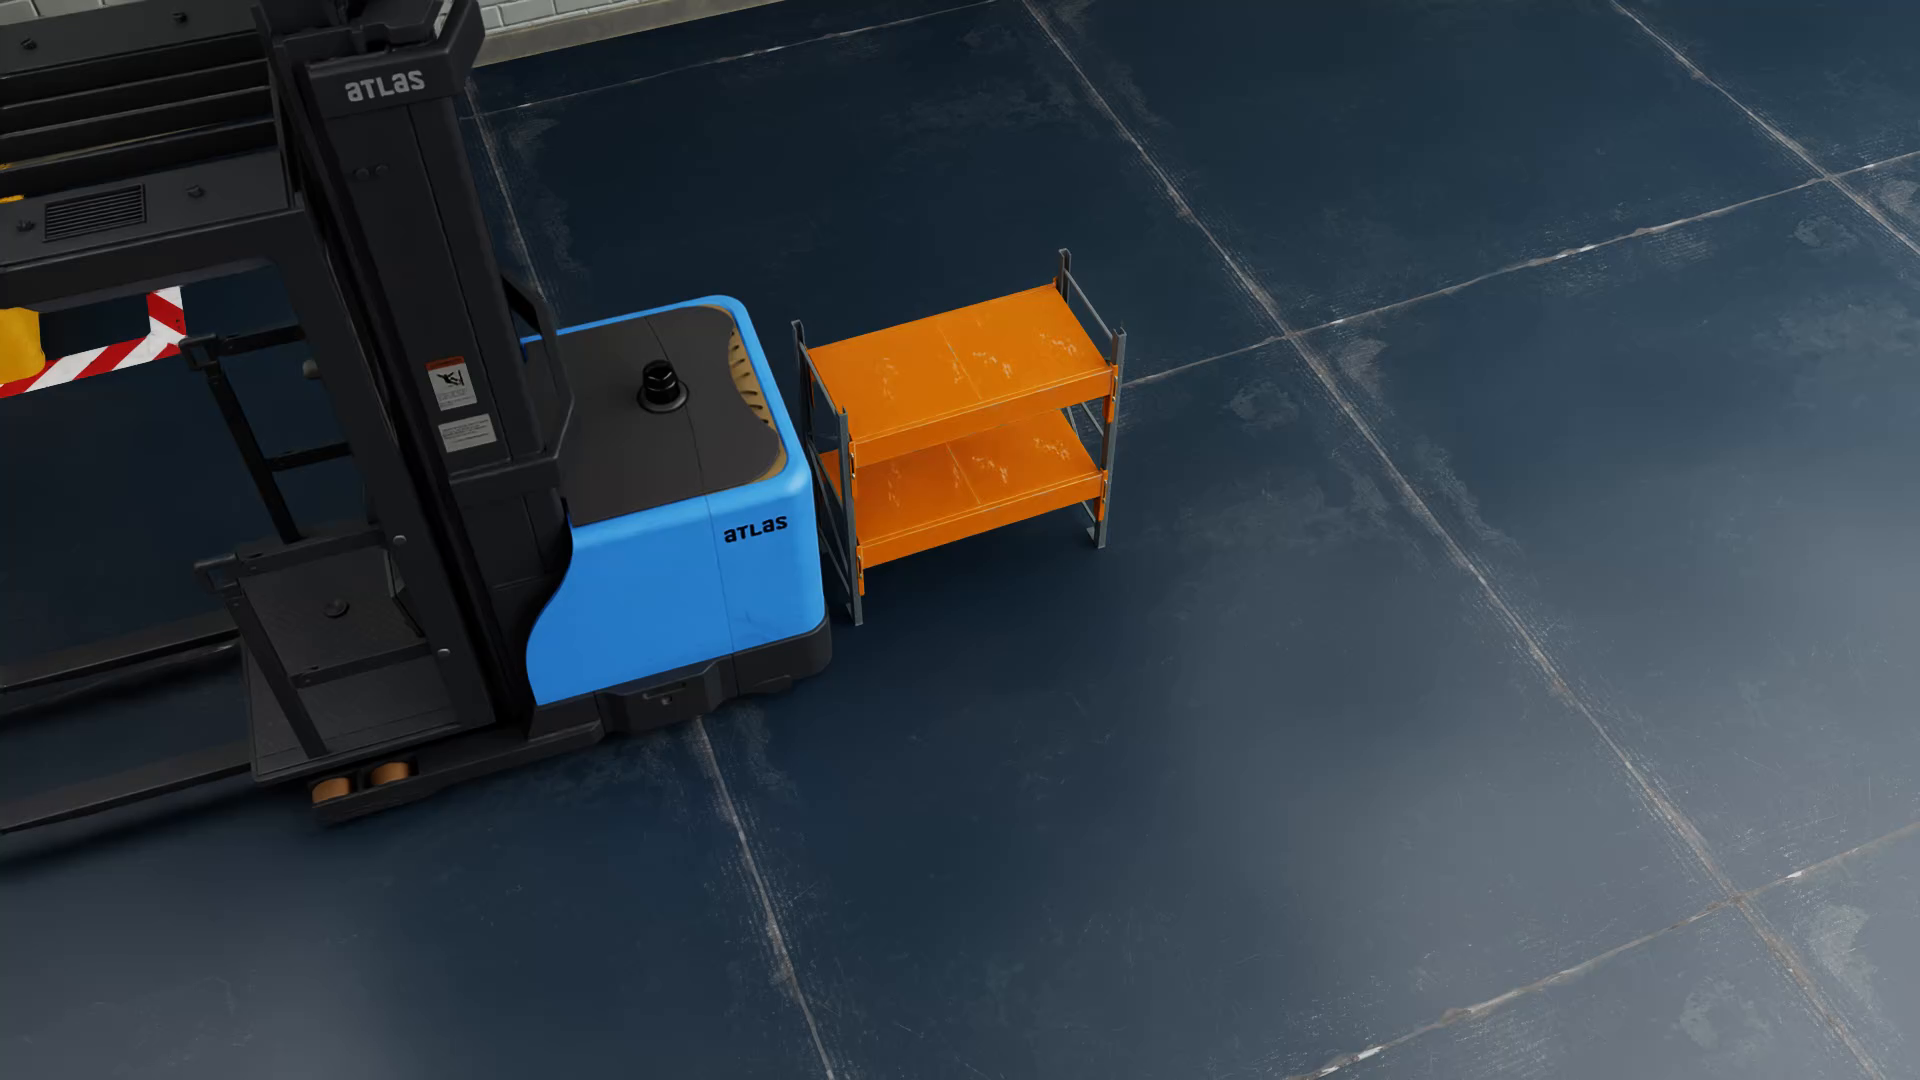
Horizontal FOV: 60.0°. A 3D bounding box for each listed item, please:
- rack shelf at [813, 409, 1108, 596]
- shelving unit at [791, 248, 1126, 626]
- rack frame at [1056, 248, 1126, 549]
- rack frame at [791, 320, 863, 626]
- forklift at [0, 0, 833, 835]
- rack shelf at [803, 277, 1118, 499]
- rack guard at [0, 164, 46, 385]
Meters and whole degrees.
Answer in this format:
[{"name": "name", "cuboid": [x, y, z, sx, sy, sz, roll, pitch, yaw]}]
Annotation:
[{"name": "rack shelf", "cuboid": [-0.006, -0.205, 6.348, 1.000, 0.278, 0.538, -17, 52, -14]}, {"name": "shelving unit", "cuboid": [-0.006, -0.365, 6.162, 1.048, 1.125, 0.538, -17, 52, -14]}, {"name": "rack frame", "cuboid": [0.464, -0.510, 6.288, 0.032, 1.125, 0.500, -17, 52, -14]}, {"name": "rack frame", "cuboid": [-0.477, -0.219, 6.037, 0.032, 1.125, 0.500, -17, 52, -14]}, {"name": "forklift", "cuboid": [-2.043, -0.434, 5.032, 3.031, 2.935, 1.130, -15, 51, -12]}, {"name": "rack shelf", "cuboid": [-0.006, -0.555, 5.940, 1.000, 0.278, 0.538, -17, 52, -14]}, {"name": "rack guard", "cuboid": [-4.344, -1.247, 7.332, 0.348, 0.500, 1.175, -17, 52, -14]}]
